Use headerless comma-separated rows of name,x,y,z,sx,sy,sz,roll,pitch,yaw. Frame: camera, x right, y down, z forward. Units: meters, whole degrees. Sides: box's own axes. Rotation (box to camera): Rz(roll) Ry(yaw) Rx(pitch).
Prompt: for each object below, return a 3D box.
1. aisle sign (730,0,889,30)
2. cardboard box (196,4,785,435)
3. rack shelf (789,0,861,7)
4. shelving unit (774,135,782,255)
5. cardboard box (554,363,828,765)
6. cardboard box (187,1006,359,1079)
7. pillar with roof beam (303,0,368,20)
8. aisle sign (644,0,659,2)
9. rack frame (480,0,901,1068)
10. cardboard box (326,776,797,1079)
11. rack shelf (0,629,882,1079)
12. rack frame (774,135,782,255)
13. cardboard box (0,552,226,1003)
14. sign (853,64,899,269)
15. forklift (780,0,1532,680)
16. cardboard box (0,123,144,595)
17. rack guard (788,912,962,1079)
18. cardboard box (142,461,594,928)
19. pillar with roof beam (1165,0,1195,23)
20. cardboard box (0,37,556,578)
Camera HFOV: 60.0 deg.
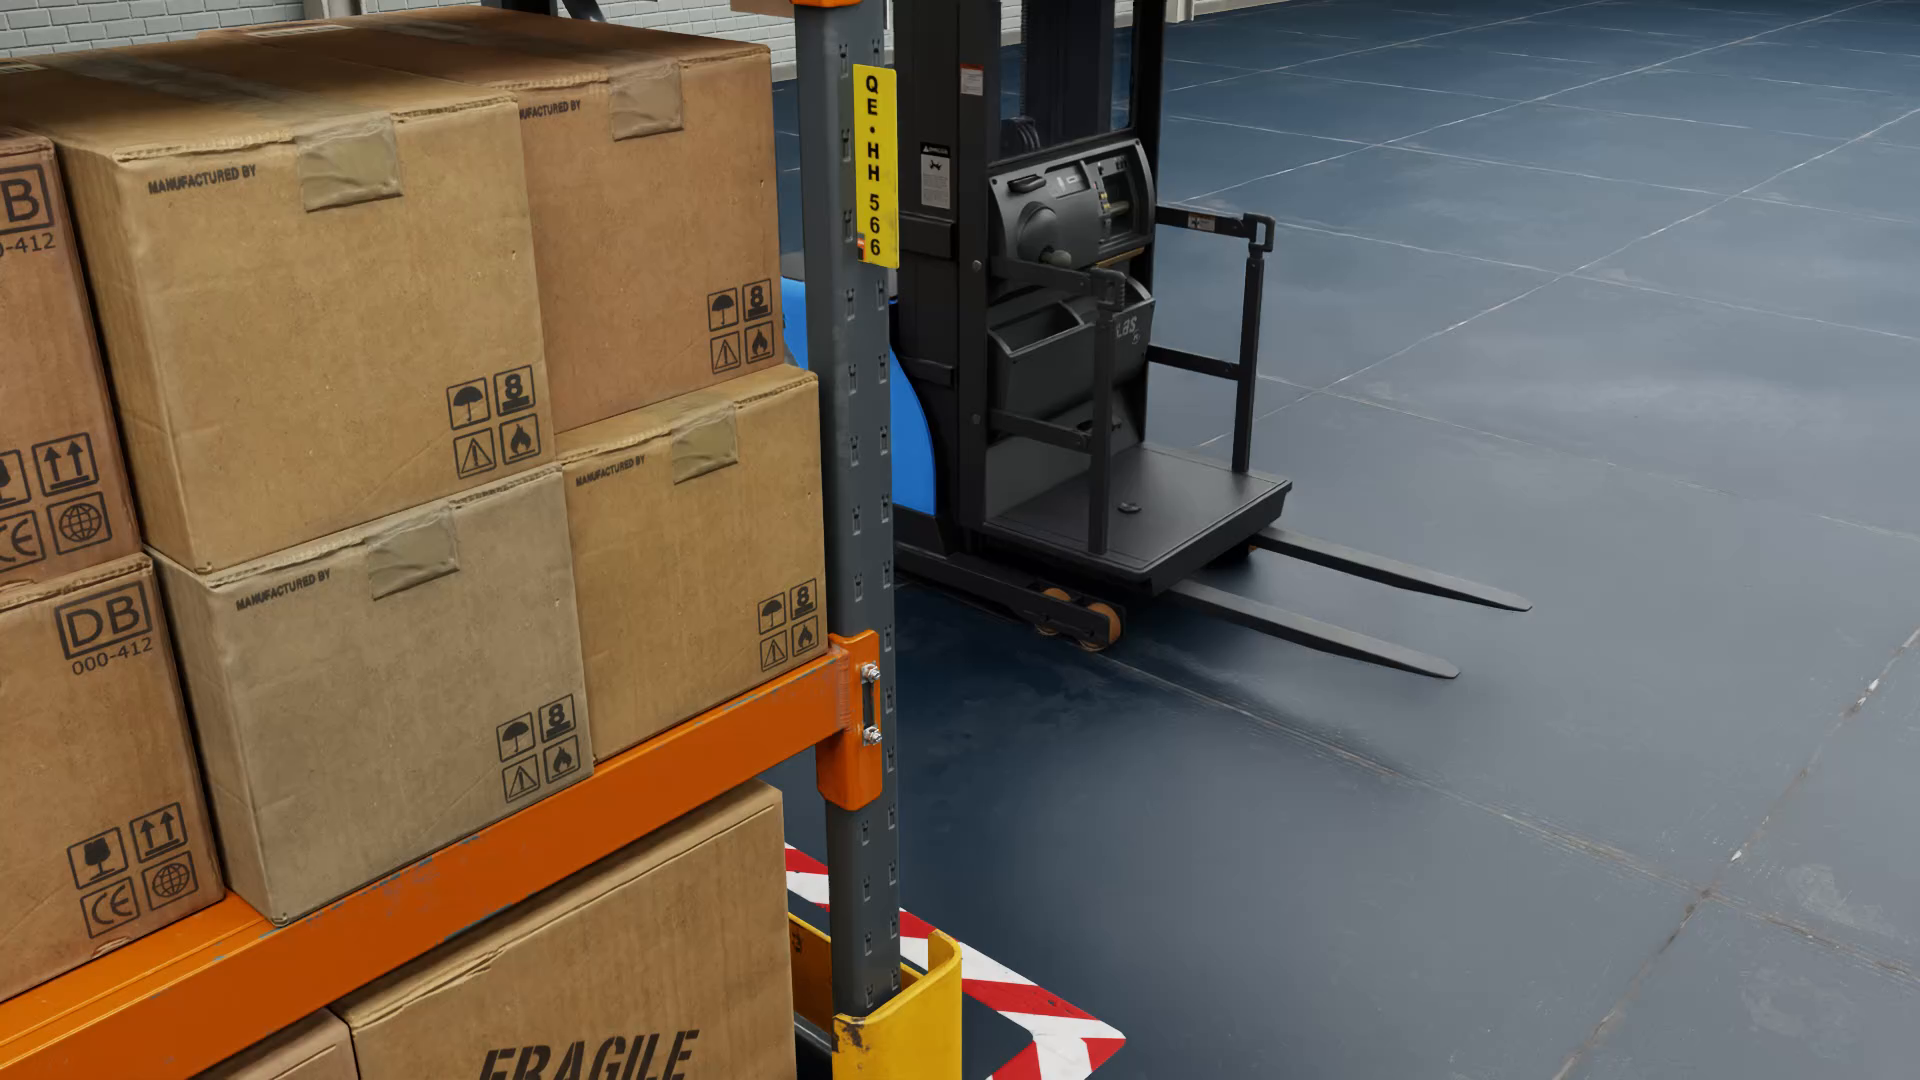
aisle sign,-0.265,-1.258,2.712,0.394,0.787,0.004,20,31,38
cardboard box,-0.812,-0.591,2.898,0.875,0.550,0.550,20,31,38
rack shelf,-1.871,-0.563,1.552,1.077,0.370,4.000,20,31,38
shelving unit,-0.476,-1.148,7.477,1.048,1.500,0.538,-16,28,-31
cardboard box,-0.750,-0.075,3.068,0.875,0.550,0.550,20,31,38
cardboard box,-1.525,1.139,2.626,0.875,0.875,0.875,20,31,37
pillar with roof beam,-1.914,-6.231,9.648,9.100,9.000,0.400,20,31,38
aisle sign,-0.712,-1.422,3.077,0.394,0.787,0.004,20,31,38
rack frame,-0.536,-0.132,3.378,1.000,3.000,0.127,20,31,38
cardboard box,-0.939,0.871,3.226,0.875,0.875,0.875,20,31,38
rack shelf,-1.871,0.806,2.166,1.077,0.370,4.000,20,31,38
rack frame,-0.895,-1.031,7.215,0.032,1.500,0.500,-16,28,-31
cardboard box,-1.568,0.235,2.376,0.875,0.550,0.550,20,31,38
sign,-0.141,-0.616,2.753,0.100,0.325,0.005,20,31,38
forklift,0.576,-1.191,5.823,3.031,2.935,1.130,18,30,35
cardboard box,-1.586,-0.264,2.170,0.875,0.550,0.550,20,31,38
rack guard,-0.520,1.001,3.906,1.175,0.500,0.348,20,31,38
cardboard box,-1.100,0.099,2.680,0.875,0.550,0.550,20,31,38
pillar with roof beam,6.095,-9.887,17.802,9.100,9.000,0.400,20,31,38
cardboard box,-1.111,-0.398,2.468,0.875,0.550,0.550,20,31,38
